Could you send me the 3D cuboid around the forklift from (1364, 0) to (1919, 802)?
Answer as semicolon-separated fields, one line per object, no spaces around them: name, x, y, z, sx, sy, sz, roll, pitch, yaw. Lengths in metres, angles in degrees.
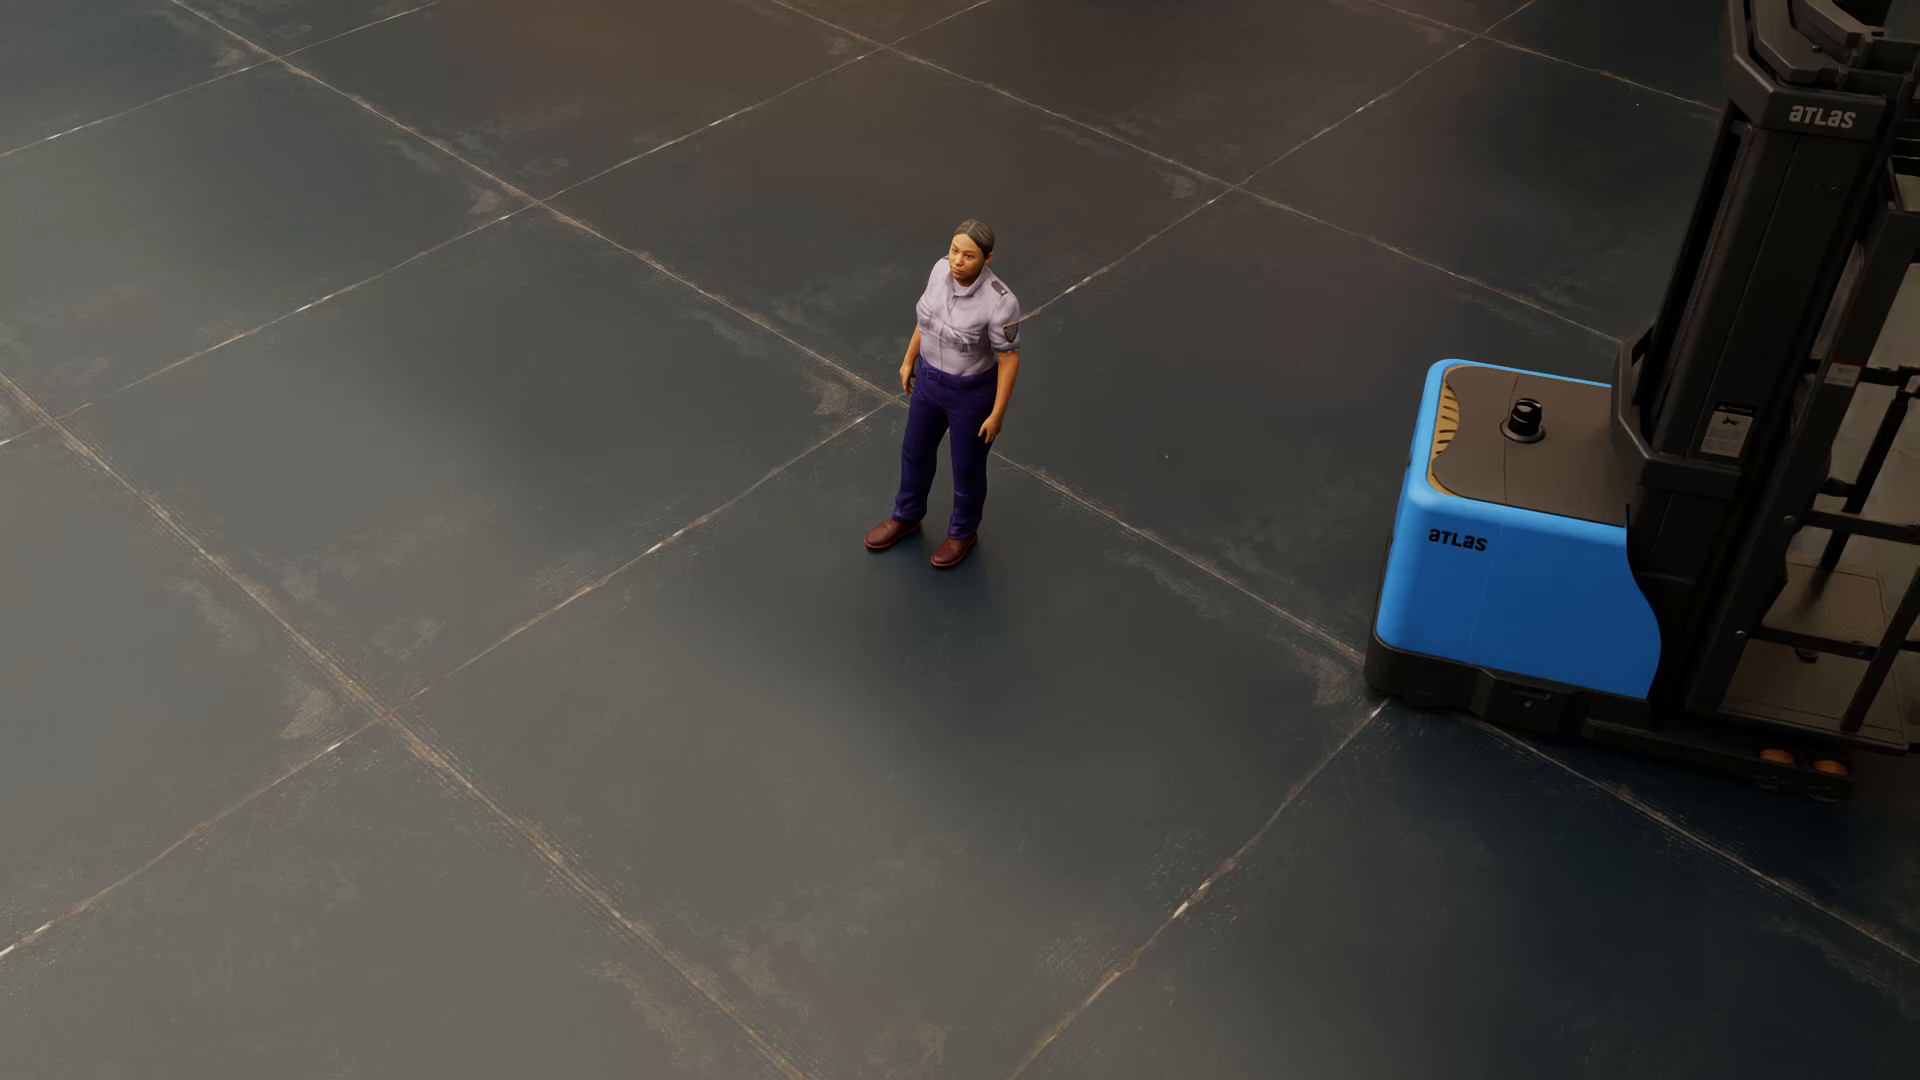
forklift;3.256;-0.482;5.990;3.031;2.935;1.130;12;42;13

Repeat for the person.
person;-0.077;-0.599;7.099;0.598;1.651;0.503;31;49;31
